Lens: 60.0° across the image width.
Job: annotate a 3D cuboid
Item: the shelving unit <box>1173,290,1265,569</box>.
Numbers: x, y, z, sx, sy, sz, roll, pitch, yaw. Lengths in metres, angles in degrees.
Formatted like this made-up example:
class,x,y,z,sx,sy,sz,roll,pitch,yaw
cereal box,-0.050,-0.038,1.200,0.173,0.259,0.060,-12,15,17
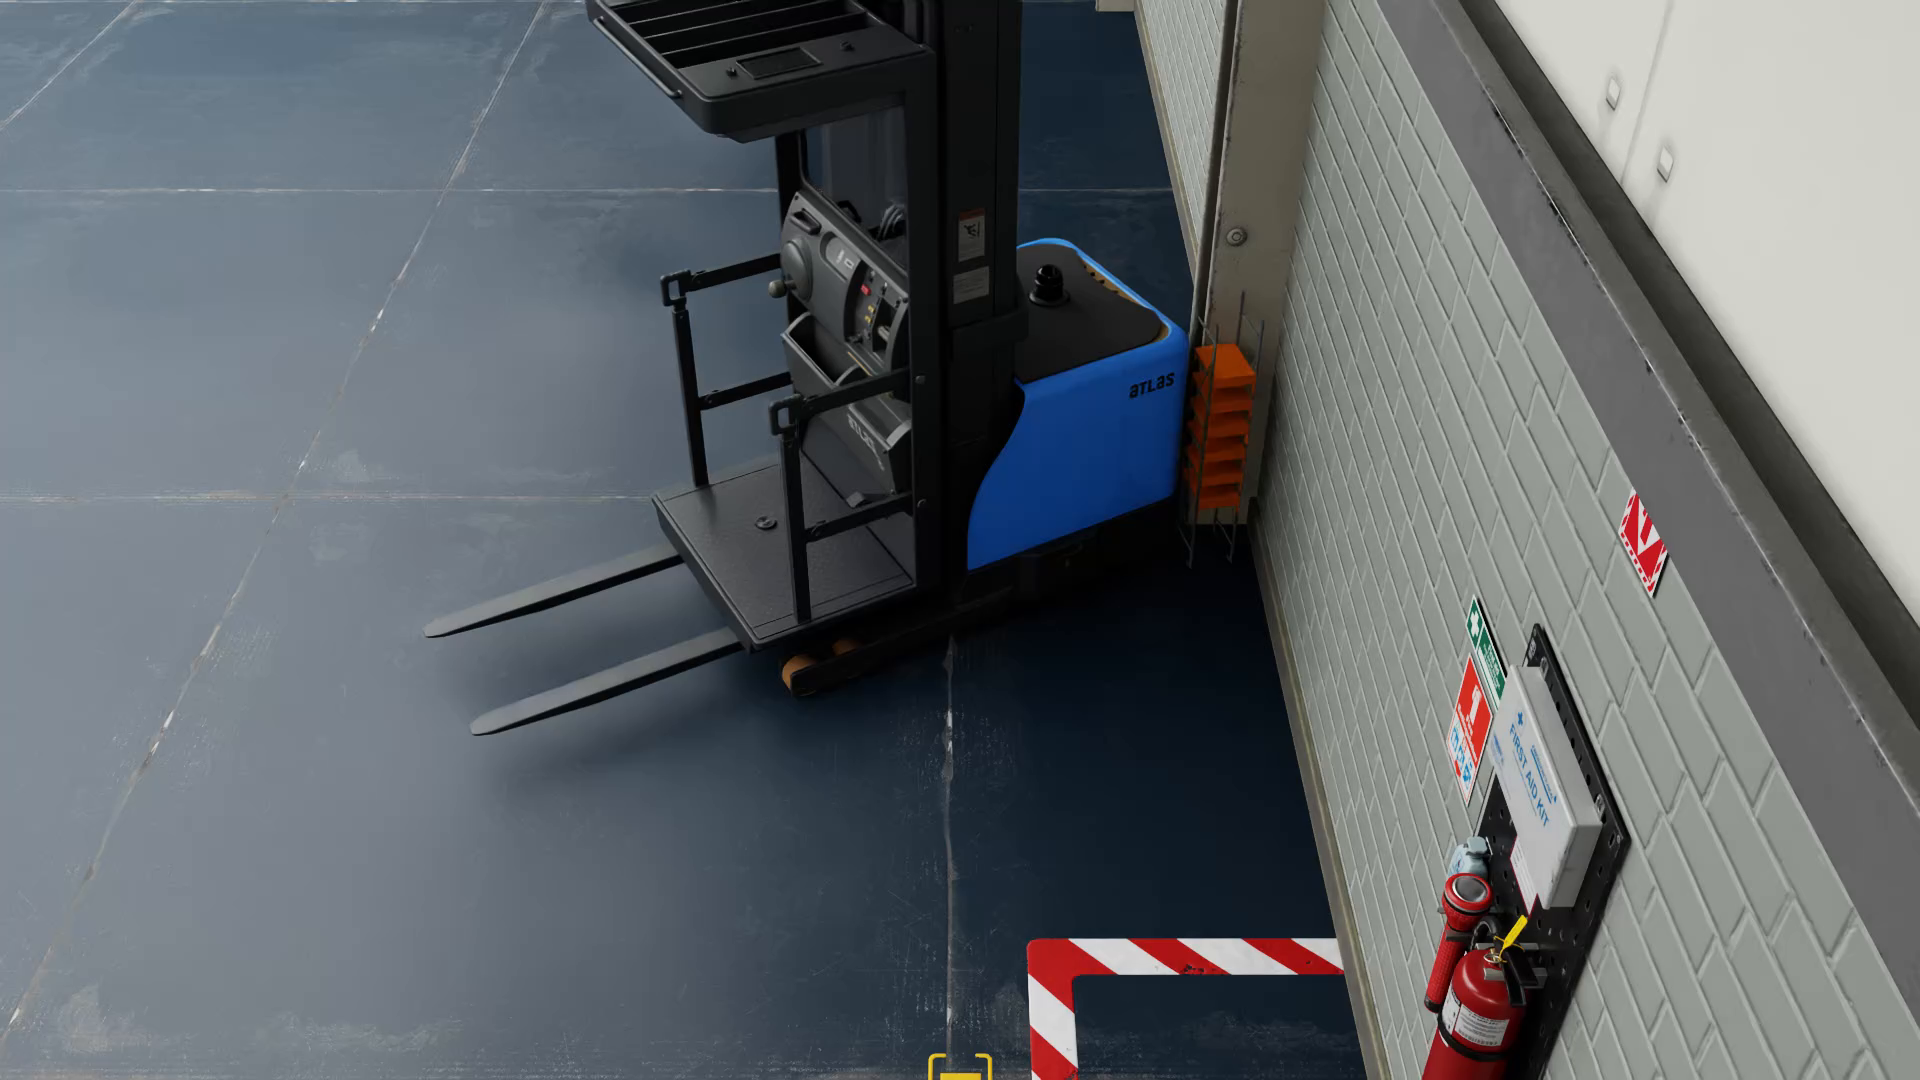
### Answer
class,x,y,z,sx,sy,sz,roll,pitch,yaw
shelving unit,1.050,-0.430,6.827,0.189,1.200,0.258,-8,39,-10

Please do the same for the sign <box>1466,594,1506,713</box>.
class,x,y,z,sx,sy,sz,roll,pitch,yaw
sign,1.281,0.278,4.052,0.001,0.109,0.331,0,39,0

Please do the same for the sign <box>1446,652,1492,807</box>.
class,x,y,z,sx,sy,sz,roll,pitch,yaw
sign,1.290,0.482,4.221,0.001,0.329,0.234,0,39,0

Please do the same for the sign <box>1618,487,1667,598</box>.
class,x,y,z,sx,sy,sz,roll,pitch,yaw
sign,1.287,-0.068,3.082,0.001,0.298,0.199,0,39,0

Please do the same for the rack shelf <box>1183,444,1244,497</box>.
class,x,y,z,sx,sy,sz,roll,pitch,yaw
rack shelf,1.049,-0.302,6.929,0.180,0.103,0.258,-8,39,-10

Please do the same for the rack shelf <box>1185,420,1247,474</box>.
class,x,y,z,sx,sy,sz,roll,pitch,yaw
rack shelf,1.049,-0.396,6.854,0.180,0.103,0.258,-8,39,-10

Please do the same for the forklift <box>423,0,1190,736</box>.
class,x,y,z,sx,sy,sz,roll,pitch,yaw
forklift,-0.612,-0.915,6.048,3.031,2.935,1.130,-20,43,-23

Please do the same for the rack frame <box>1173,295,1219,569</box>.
class,x,y,z,sx,sy,sz,roll,pitch,yaw
rack frame,0.960,-0.418,6.811,0.006,1.200,0.240,-8,39,-10

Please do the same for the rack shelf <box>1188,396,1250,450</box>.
class,x,y,z,sx,sy,sz,roll,pitch,yaw
rack shelf,1.050,-0.489,6.780,0.180,0.103,0.258,-8,39,-10

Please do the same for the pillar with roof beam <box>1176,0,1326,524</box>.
class,x,y,z,sx,sy,sz,roll,pitch,yaw
pillar with roof beam,-3.160,-3.703,4.675,9.100,9.000,0.400,0,39,0

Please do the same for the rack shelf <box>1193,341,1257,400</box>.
class,x,y,z,sx,sy,sz,roll,pitch,yaw
rack shelf,1.050,-0.677,6.630,0.180,0.103,0.258,-8,39,-10

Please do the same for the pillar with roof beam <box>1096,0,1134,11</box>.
class,x,y,z,sx,sy,sz,roll,pitch,yaw
pillar with roof beam,-3.166,-7.455,9.357,9.100,9.000,0.400,0,39,0

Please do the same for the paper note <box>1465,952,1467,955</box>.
class,x,y,z,sx,sy,sz,roll,pitch,yaw
paper note,1.257,1.075,4.215,0.016,0.148,0.142,0,39,0

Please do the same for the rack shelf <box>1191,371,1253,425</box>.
class,x,y,z,sx,sy,sz,roll,pitch,yaw
rack shelf,1.050,-0.583,6.705,0.180,0.103,0.258,-8,39,-10

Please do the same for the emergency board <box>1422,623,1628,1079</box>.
class,x,y,z,sx,sy,sz,roll,pitch,yaw
emergency board,1.188,0.842,3.801,0.194,1.169,0.643,0,39,0

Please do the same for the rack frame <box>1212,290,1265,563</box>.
class,x,y,z,sx,sy,sz,roll,pitch,yaw
rack frame,1.139,-0.442,6.842,0.006,1.200,0.240,-8,39,-10

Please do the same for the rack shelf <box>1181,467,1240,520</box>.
class,x,y,z,sx,sy,sz,roll,pitch,yaw
rack shelf,1.049,-0.208,7.004,0.180,0.103,0.258,-8,39,-10
